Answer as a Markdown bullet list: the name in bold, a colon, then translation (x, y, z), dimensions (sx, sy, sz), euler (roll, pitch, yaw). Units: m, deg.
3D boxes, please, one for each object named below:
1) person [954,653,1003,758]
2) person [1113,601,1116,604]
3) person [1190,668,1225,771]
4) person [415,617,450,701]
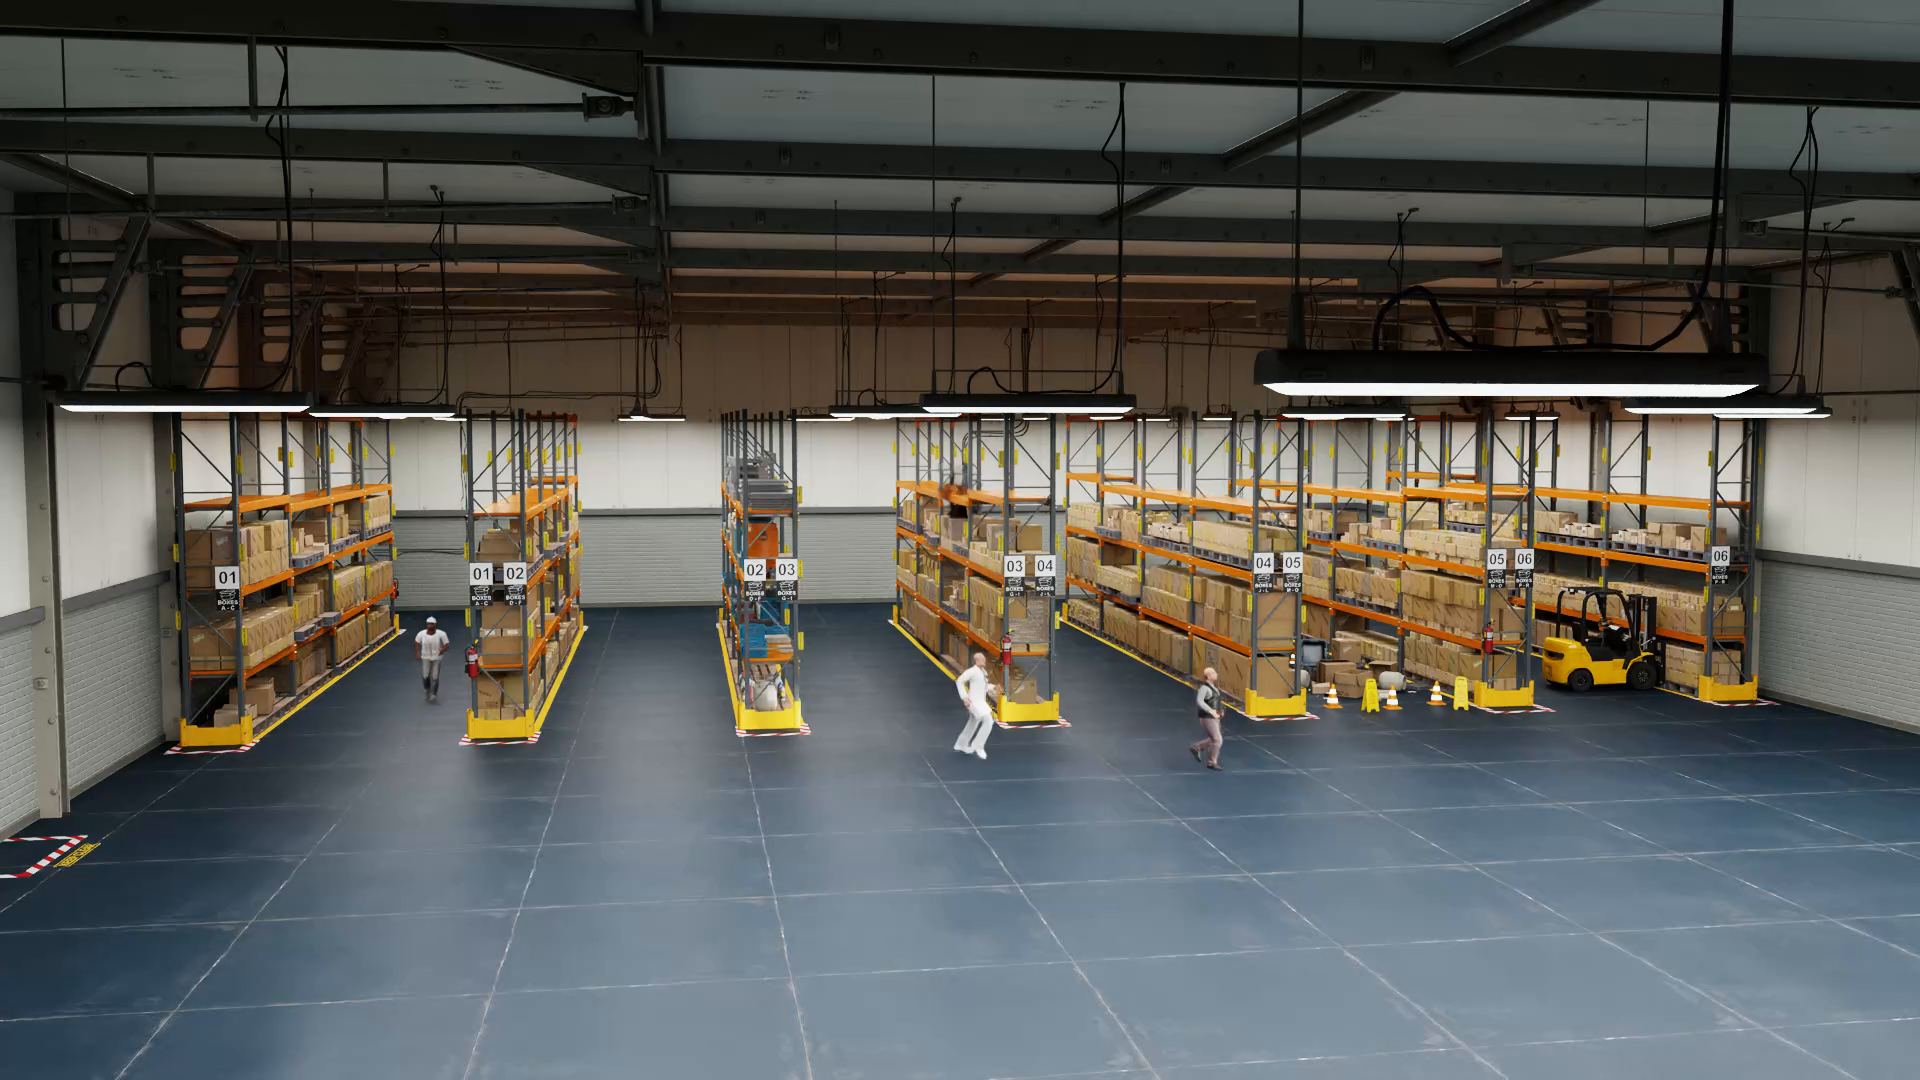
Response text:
- **person**: translation (0.308, 2.847, 28.598), dimensions (0.888, 1.819, 0.666), euler (1, 4, 17)
- **person**: translation (4.803, 1.402, 50.417), dimensions (0.882, 1.595, 0.514), euler (-3, 5, -33)
- **person**: translation (4.084, 2.958, 27.566), dimensions (0.617, 1.697, 0.670), euler (2, 4, 23)
- **person**: translation (-10.885, 2.459, 34.279), dimensions (0.699, 1.741, 0.640), euler (-1, 4, -14)
